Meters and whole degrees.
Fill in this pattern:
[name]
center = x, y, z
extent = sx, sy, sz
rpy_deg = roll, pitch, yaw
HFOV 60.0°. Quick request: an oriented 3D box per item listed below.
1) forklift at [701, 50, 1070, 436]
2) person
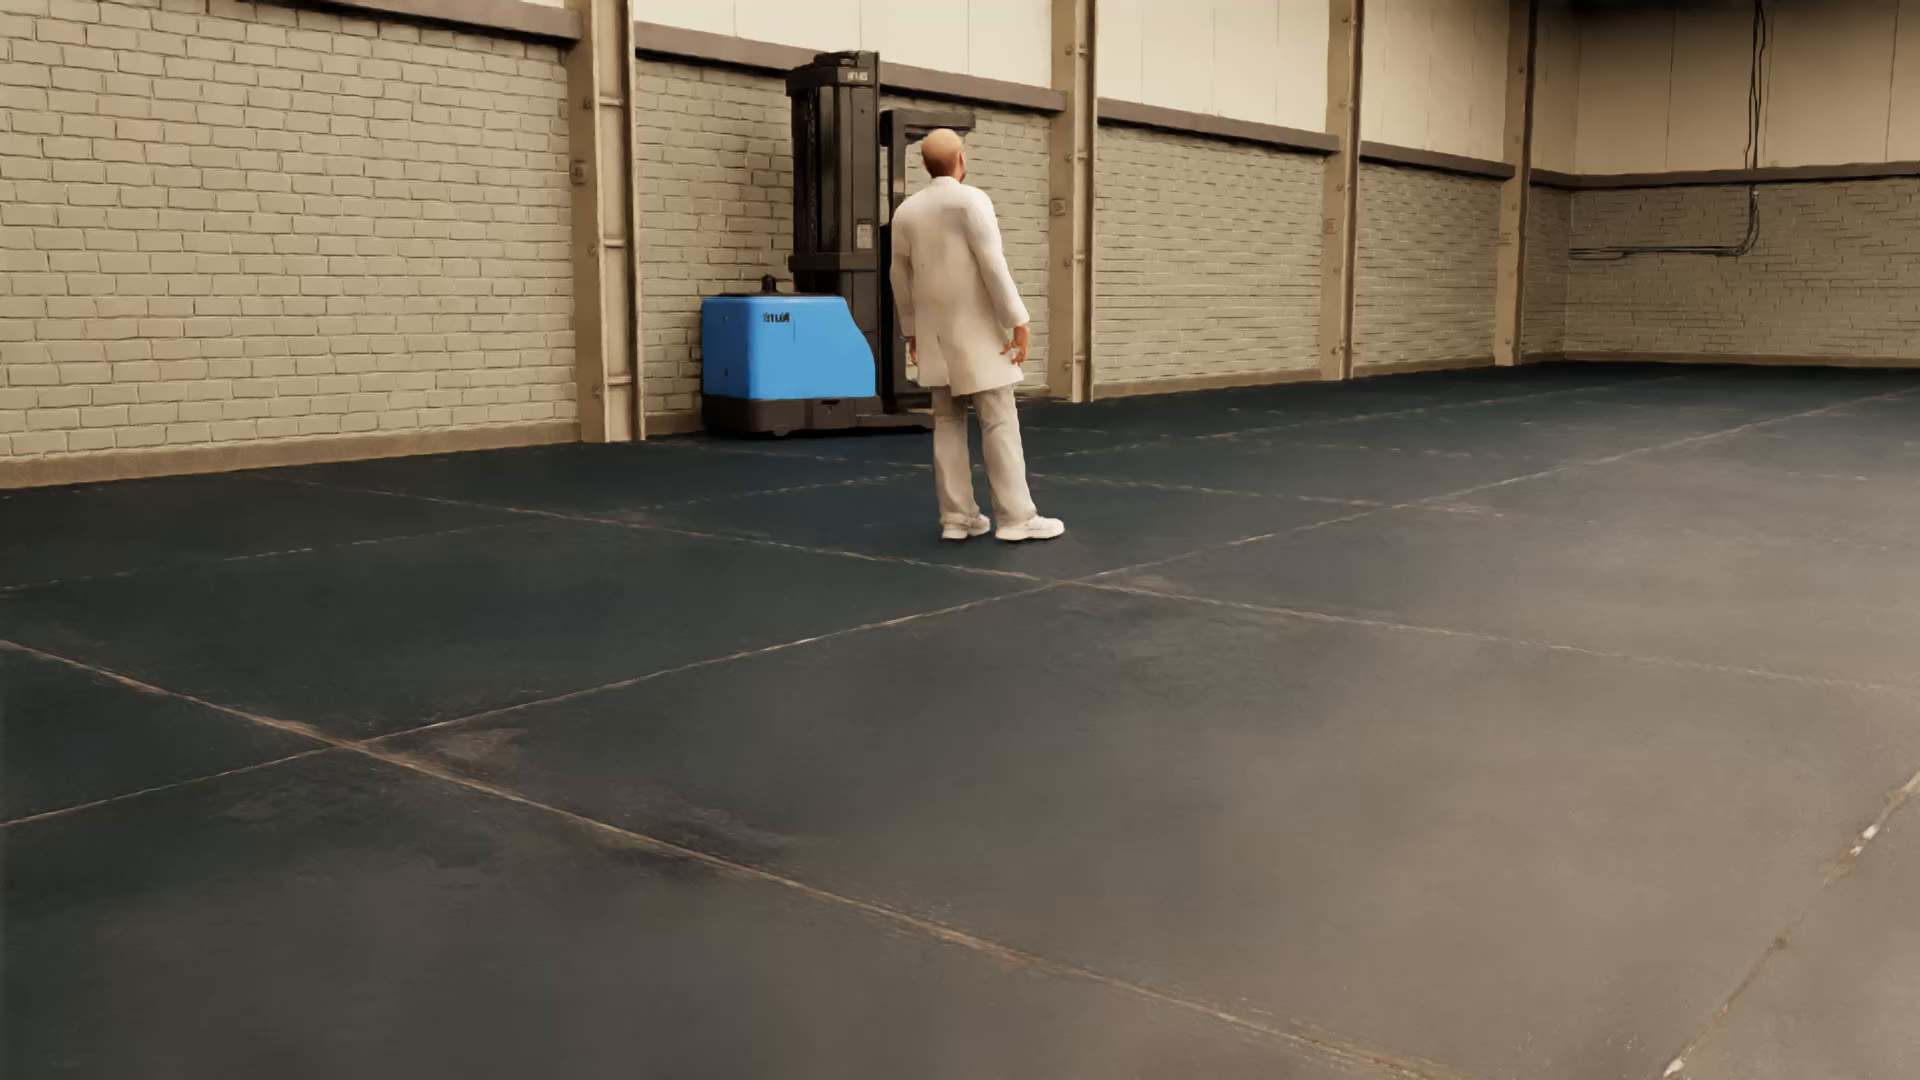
[forklift]
center = -0.529, -2.365, 13.445
extent = 3.031, 2.935, 1.130
rpy_deg = -5, 10, -31
[person]
center = 0.061, -0.897, 7.342
extent = 0.694, 1.776, 0.579
rpy_deg = 7, 11, 38
